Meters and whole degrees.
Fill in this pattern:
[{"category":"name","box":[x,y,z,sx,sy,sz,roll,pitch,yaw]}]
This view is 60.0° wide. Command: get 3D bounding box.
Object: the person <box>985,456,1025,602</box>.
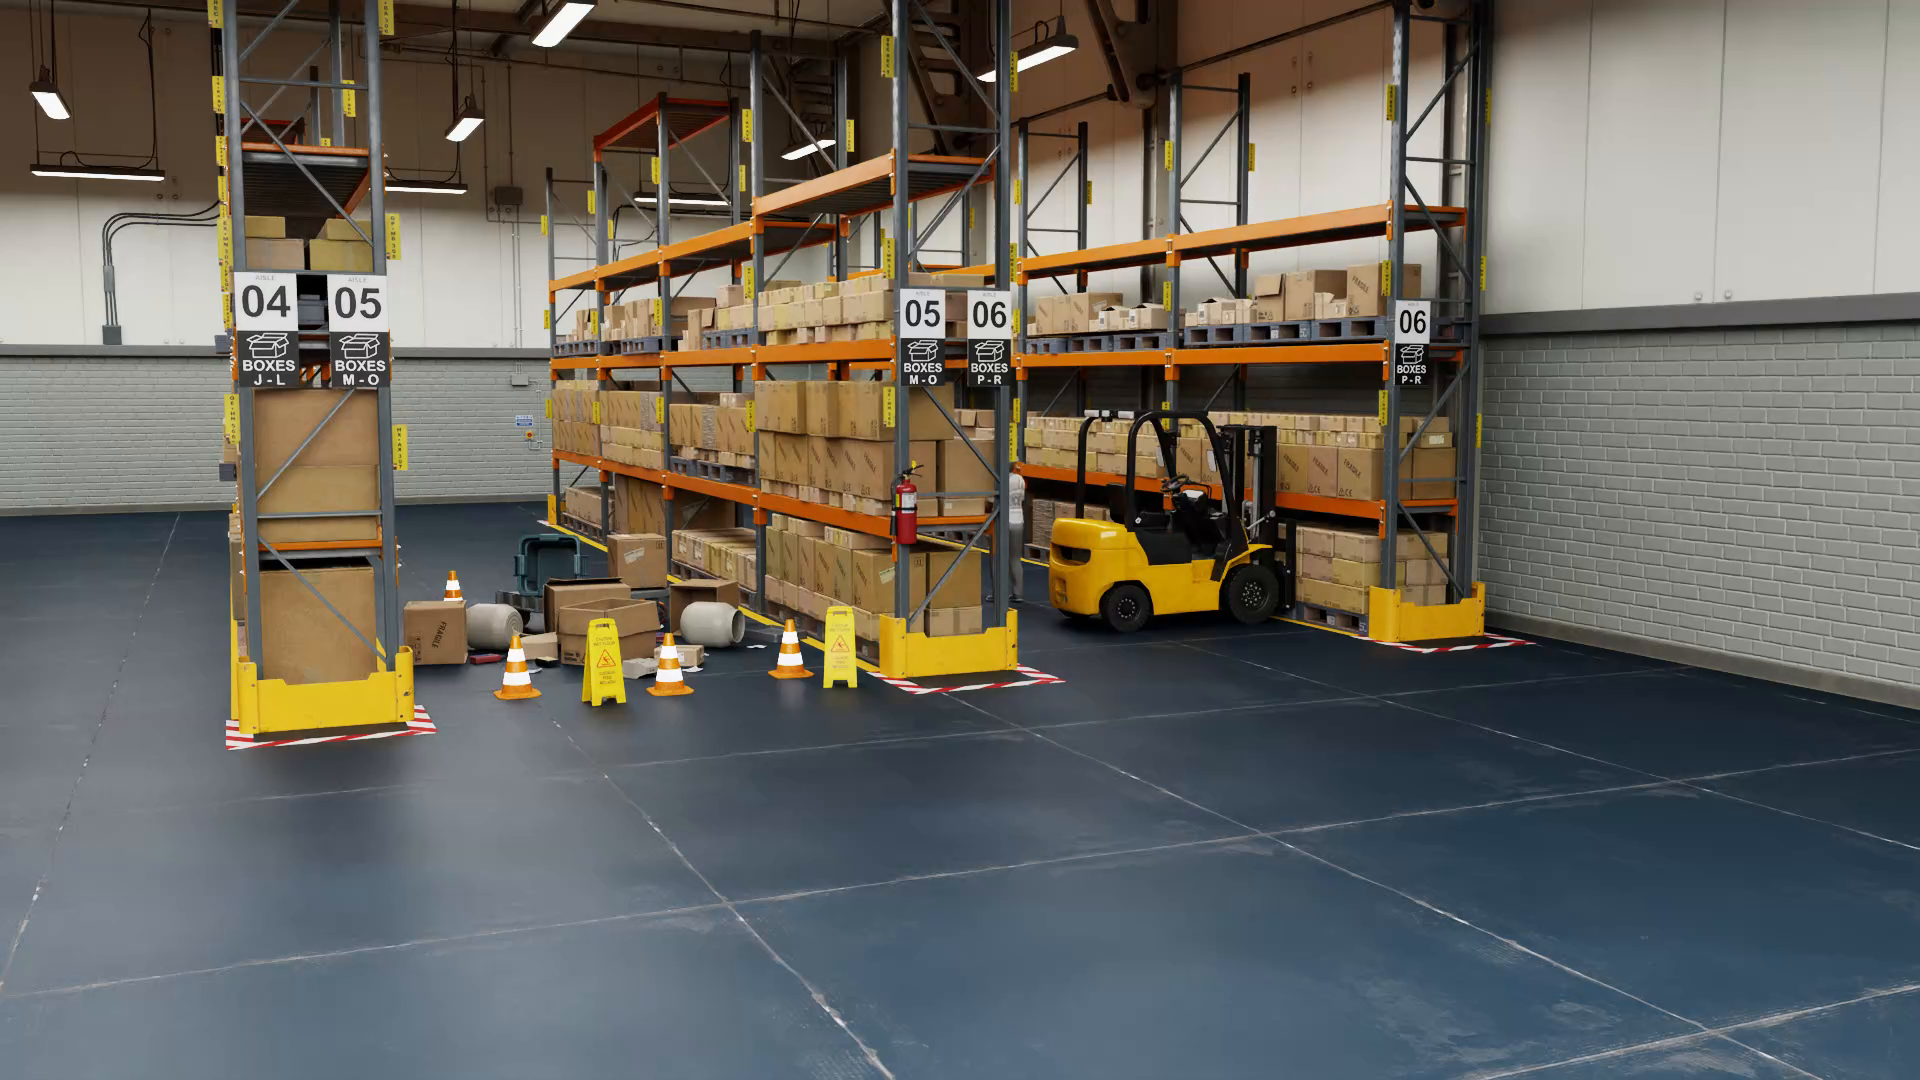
[{"category":"person","box":[0.475,-0.158,18.480,0.464,1.692,0.507,-2,6,-24]}]
